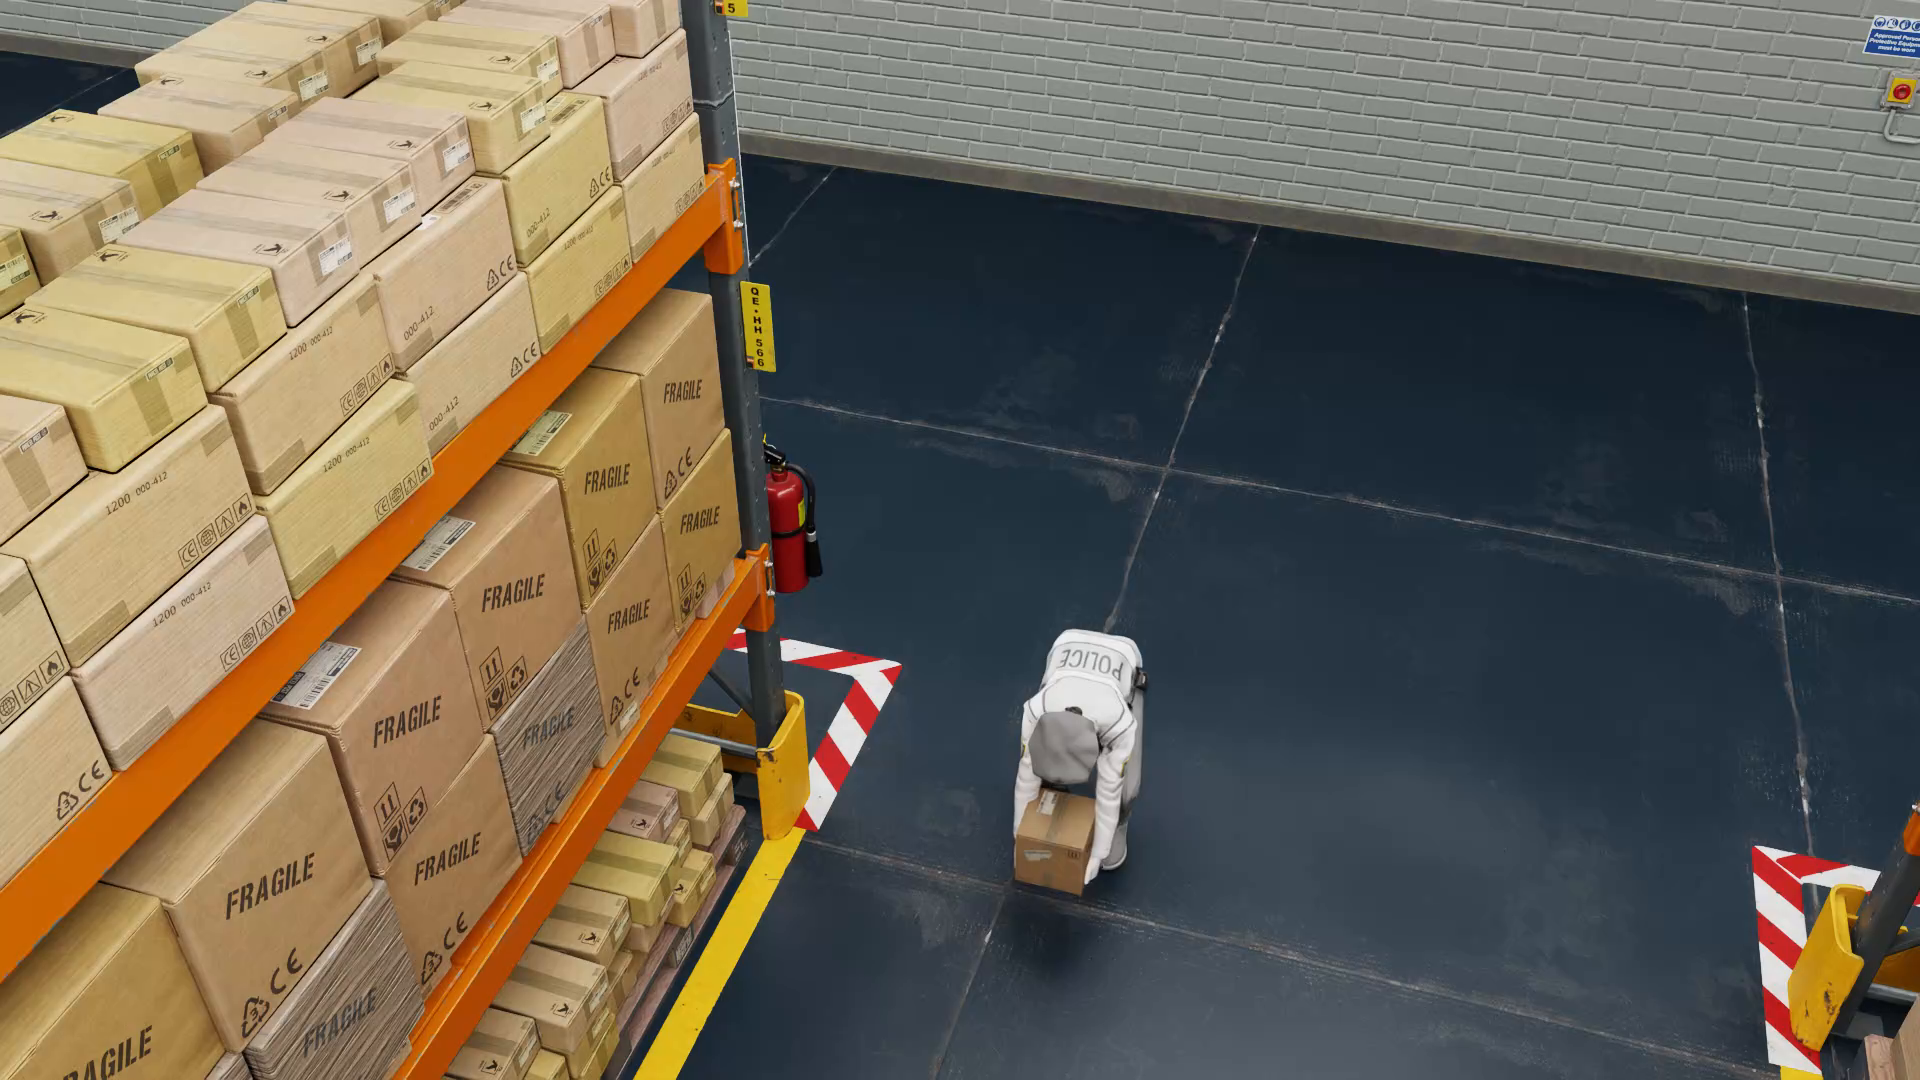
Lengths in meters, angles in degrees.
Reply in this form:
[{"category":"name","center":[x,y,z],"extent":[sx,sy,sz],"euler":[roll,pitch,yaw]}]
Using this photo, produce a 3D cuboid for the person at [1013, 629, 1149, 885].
[{"category":"person","center":[0.442,0.866,6.198],"extent":[0.445,1.127,0.917],"euler":[9,38,12]}]
